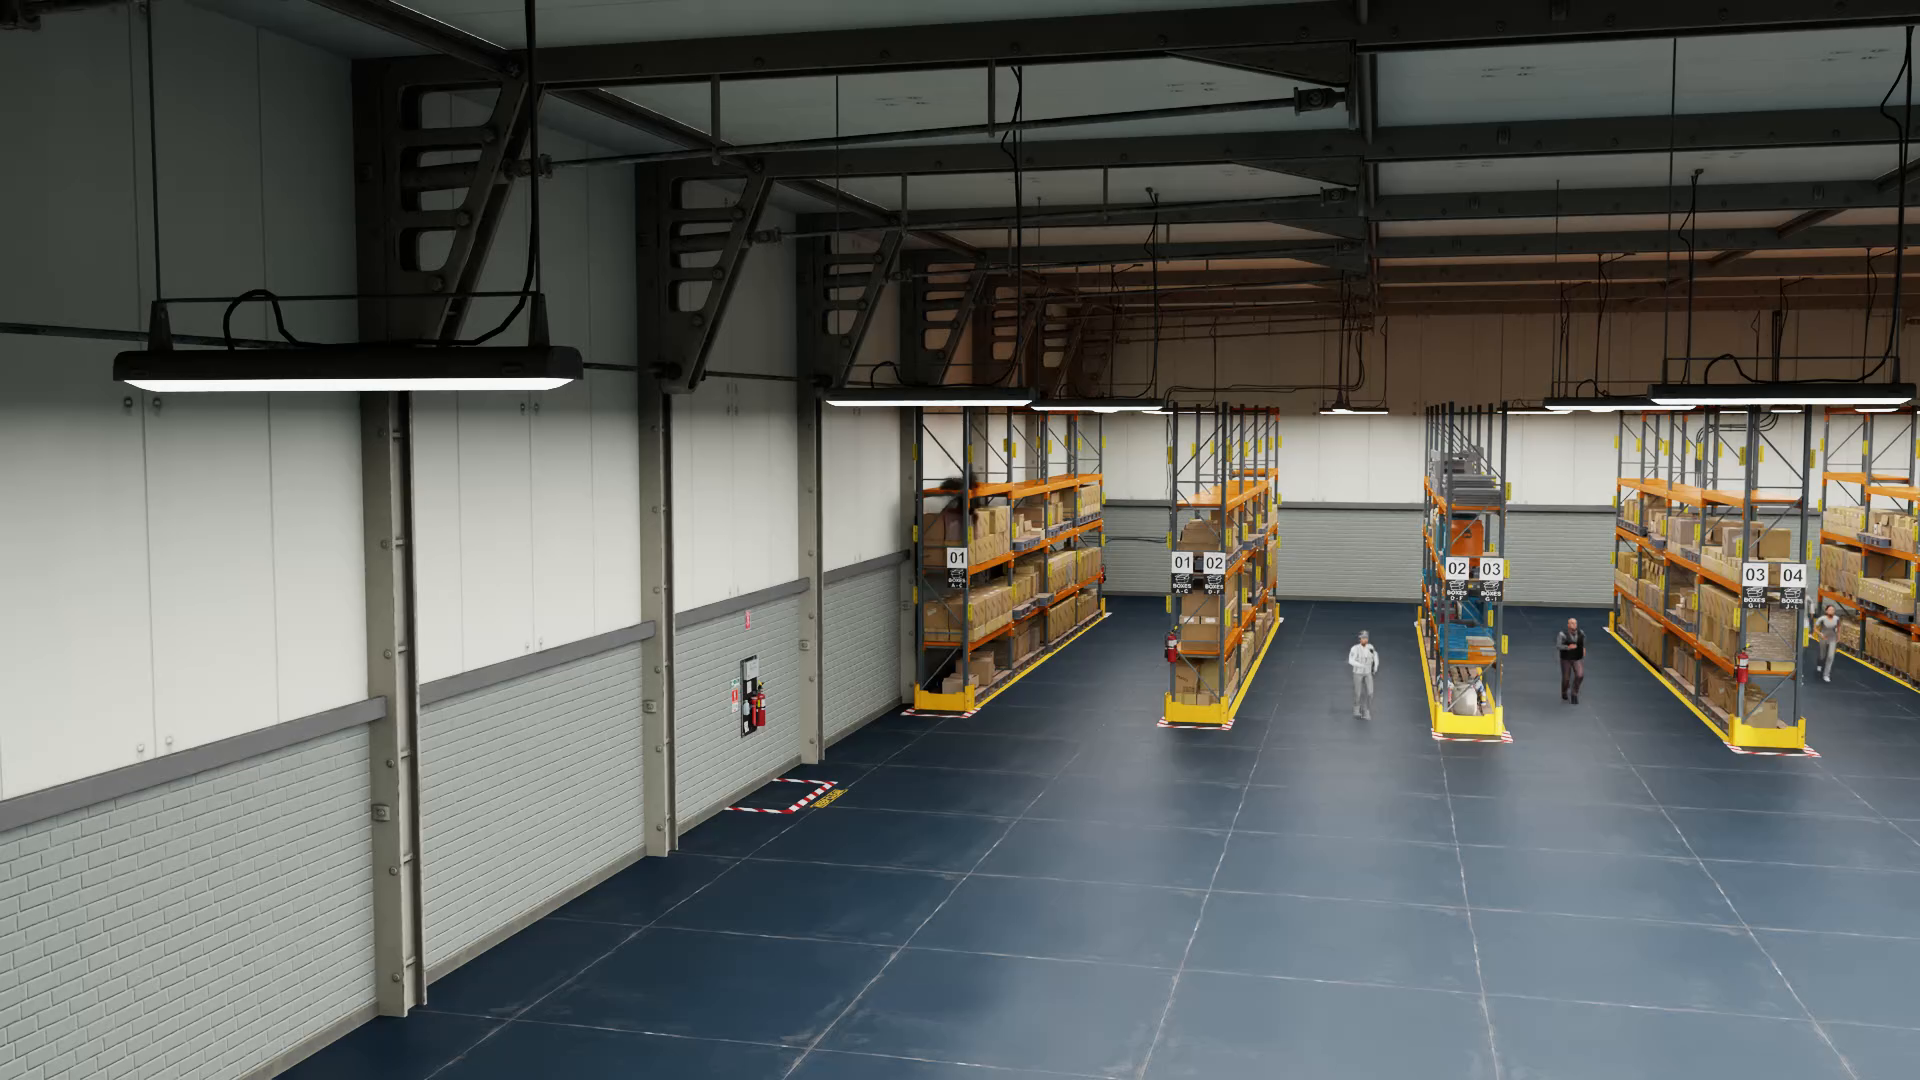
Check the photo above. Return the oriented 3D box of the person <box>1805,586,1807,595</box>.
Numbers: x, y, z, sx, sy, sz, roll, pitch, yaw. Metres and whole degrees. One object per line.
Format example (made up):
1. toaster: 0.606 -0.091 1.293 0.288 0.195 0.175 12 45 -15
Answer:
1. person: 22.085 1.630 44.000 0.627 1.773 0.687 -2 5 -23

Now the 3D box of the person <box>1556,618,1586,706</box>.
1. person: 12.203 2.419 33.195 0.680 1.739 0.828 0 4 1

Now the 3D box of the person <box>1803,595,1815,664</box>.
1. person: 19.628 1.965 38.939 0.727 1.824 0.973 1 4 14

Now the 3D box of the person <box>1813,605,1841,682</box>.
1. person: 18.960 2.225 36.351 0.589 1.658 0.885 1 4 11

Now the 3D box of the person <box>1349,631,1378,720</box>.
1. person: 7.659 2.577 31.532 0.622 1.739 0.707 0 4 -4
